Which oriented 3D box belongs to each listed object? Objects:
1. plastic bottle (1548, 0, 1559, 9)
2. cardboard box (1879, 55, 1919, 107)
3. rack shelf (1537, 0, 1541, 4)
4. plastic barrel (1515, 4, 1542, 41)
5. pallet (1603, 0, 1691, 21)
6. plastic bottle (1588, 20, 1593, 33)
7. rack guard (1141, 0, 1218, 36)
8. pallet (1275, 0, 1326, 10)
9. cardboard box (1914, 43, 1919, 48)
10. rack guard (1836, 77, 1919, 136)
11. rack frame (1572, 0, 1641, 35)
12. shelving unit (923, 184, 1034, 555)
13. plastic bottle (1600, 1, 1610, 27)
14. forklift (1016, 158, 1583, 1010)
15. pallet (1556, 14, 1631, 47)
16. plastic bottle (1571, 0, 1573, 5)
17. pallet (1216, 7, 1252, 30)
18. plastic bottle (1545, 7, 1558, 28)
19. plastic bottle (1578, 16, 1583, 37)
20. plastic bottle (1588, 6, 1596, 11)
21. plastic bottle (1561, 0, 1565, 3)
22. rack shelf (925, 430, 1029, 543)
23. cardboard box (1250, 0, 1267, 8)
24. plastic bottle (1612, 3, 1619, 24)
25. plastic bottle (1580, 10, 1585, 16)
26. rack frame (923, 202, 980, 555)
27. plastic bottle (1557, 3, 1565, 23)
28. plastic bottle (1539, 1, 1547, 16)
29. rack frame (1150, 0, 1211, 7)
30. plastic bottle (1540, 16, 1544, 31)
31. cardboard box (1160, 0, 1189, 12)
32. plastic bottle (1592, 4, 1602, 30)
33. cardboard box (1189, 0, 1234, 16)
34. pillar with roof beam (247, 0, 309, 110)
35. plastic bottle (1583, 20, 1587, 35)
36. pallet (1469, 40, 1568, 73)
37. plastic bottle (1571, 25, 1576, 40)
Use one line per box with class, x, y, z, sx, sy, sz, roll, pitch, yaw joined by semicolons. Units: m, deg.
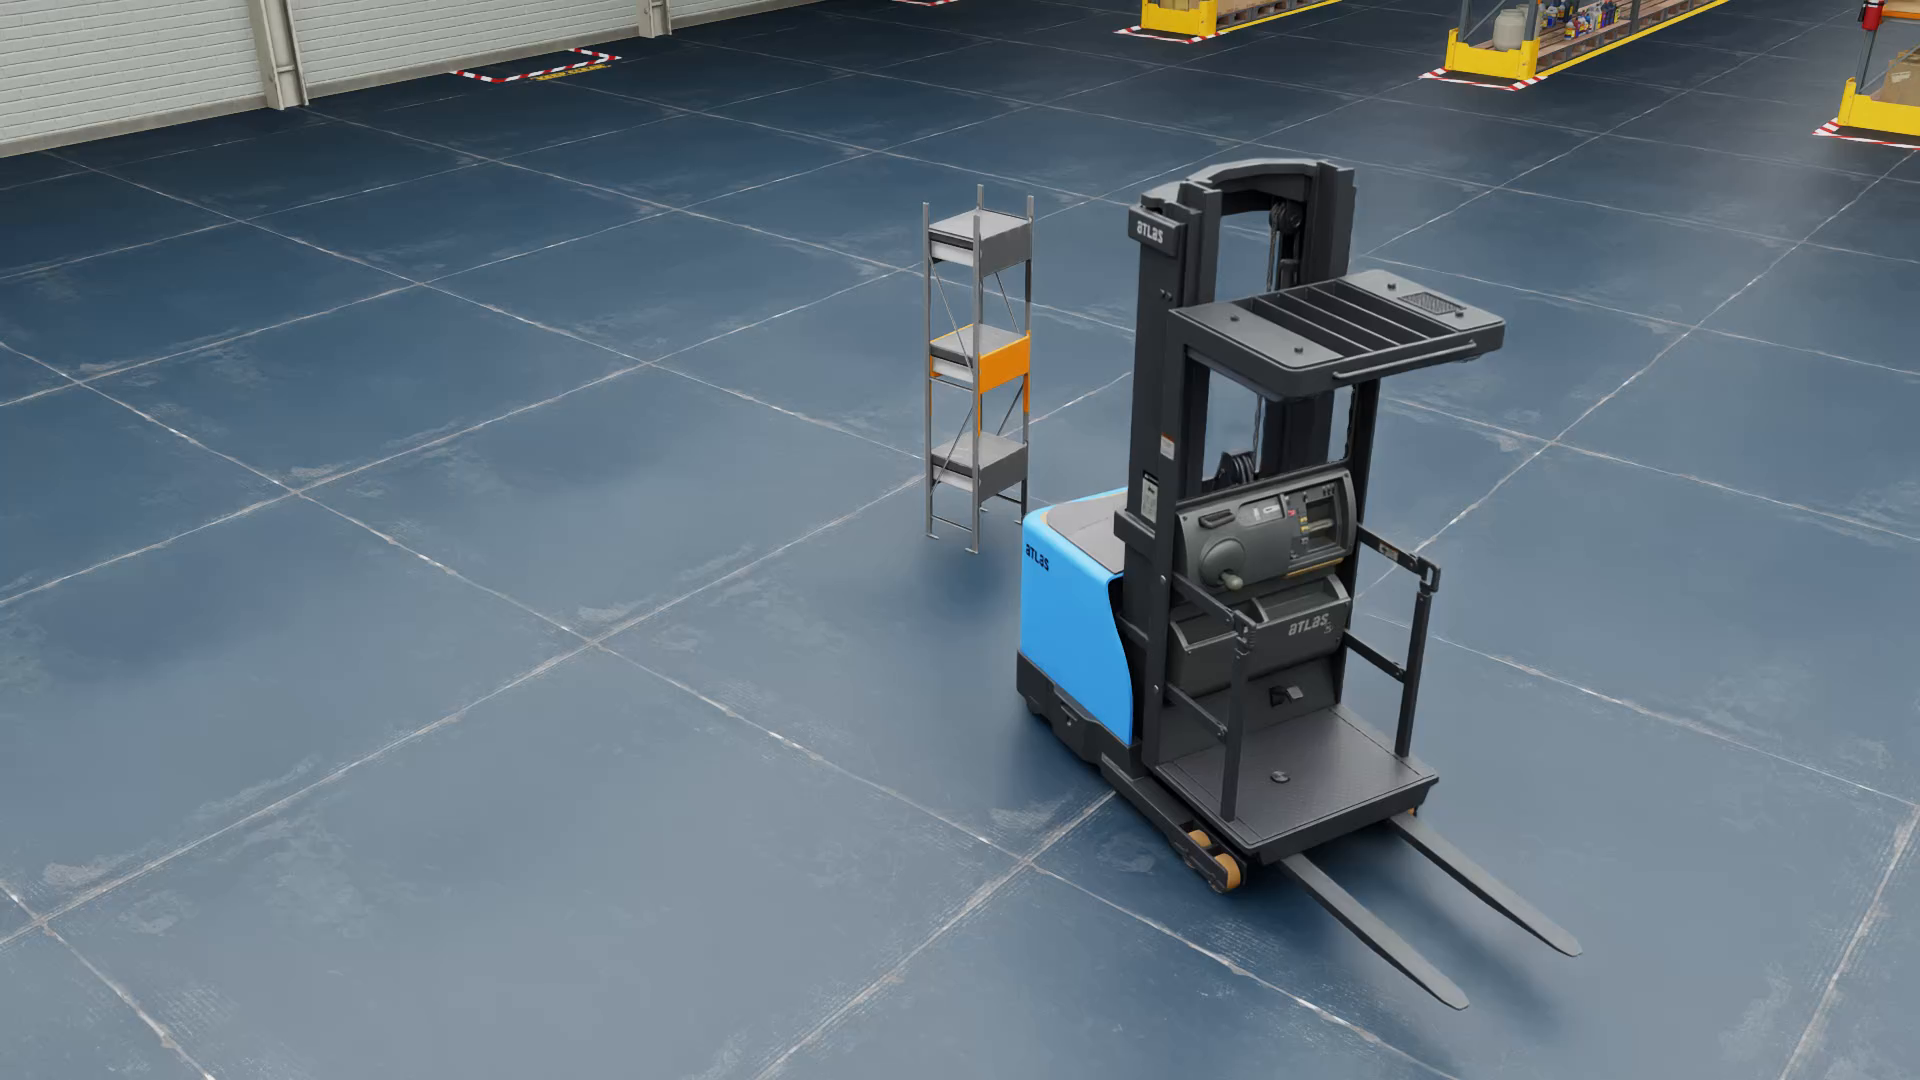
plastic bottle;8.721;-7.808;24.483;0.144;0.351;0.185;19;33;32
cardboard box;11.362;-5.448;19.781;0.500;0.500;0.500;-21;34;-35
rack shelf;8.402;-7.993;23.218;1.077;0.370;4.000;21;34;34
plastic barrel;7.809;-7.118;22.995;0.421;0.512;0.421;0;27;0
pallet;10.920;-8.507;26.465;1.003;0.211;1.213;21;34;34
plastic bottle;8.999;-7.372;23.803;0.097;0.201;0.097;0;27;0
rack guard;3.295;-7.933;25.041;1.175;0.500;0.348;21;34;34
pallet;5.316;-8.962;27.344;1.003;0.211;1.213;21;34;34
cardboard box;12.129;-5.887;20.628;0.500;0.500;0.500;25;36;39
rack guard;11.000;-5.072;19.511;1.175;0.500;0.348;21;34;34
rack frame;9.674;-9.021;24.424;1.000;3.000;0.127;21;34;34
shelving unit;0.105;-0.991;9.881;0.431;2.100;0.503;21;34;34
plastic bottle;9.365;-7.660;24.196;0.144;0.351;0.185;19;33;32
forklift;1.449;-0.001;7.062;1.130;2.935;3.031;-14;31;-26
pallet;9.215;-7.557;24.628;1.003;0.211;1.213;21;34;34
plastic bottle;9.031;-7.872;24.679;0.061;0.283;0.133;21;34;34
pallet;3.764;-8.097;25.672;1.003;0.211;1.213;21;34;34
plastic bottle;8.581;-7.590;24.143;0.152;0.276;0.135;21;34;34
plastic bottle;8.742;-7.260;23.510;0.097;0.271;0.097;0;27;0
plastic bottle;9.235;-7.661;24.279;0.152;0.276;0.135;21;34;34
plastic bottle;8.949;-7.899;24.741;0.152;0.276;0.135;22;35;36
rack shelf;0.105;-0.357;10.209;0.431;0.518;0.480;21;34;34
cardboard box;4.457;-8.498;25.948;0.500;0.250;0.500;21;34;34
plastic bottle;9.623;-7.743;24.431;0.061;0.283;0.133;23;35;37
plastic bottle;8.971;-7.490;23.940;0.061;0.283;0.133;21;34;34
rack frame;-0.050;-0.905;9.714;0.400;2.100;0.015;21;34;34
plastic bottle;8.842;-7.753;24.463;0.097;0.271;0.097;0;27;0
plastic bottle;8.450;-7.658;24.192;0.144;0.351;0.185;20;34;34
rack frame;3.310;-9.052;24.483;1.000;3.000;0.127;21;34;34
plastic bottle;8.338;-7.436;23.925;0.097;0.201;0.097;0;27;0
cardboard box;3.423;-8.294;25.553;0.500;0.250;0.500;21;34;34
plastic bottle;9.160;-7.545;23.974;0.144;0.351;0.185;21;34;34
cardboard box;3.823;-8.142;25.261;0.500;0.250;0.500;21;34;34
pillar with roof beam;-5.048;-8.151;16.213;9.100;9.000;0.400;21;34;34
plastic bottle;8.869;-7.299;23.662;0.097;0.201;0.097;0;27;0
pallet;7.663;-6.692;22.956;1.003;0.211;1.213;21;34;34
plastic bottle;8.590;-7.144;23.362;0.097;0.201;0.097;0;27;0
